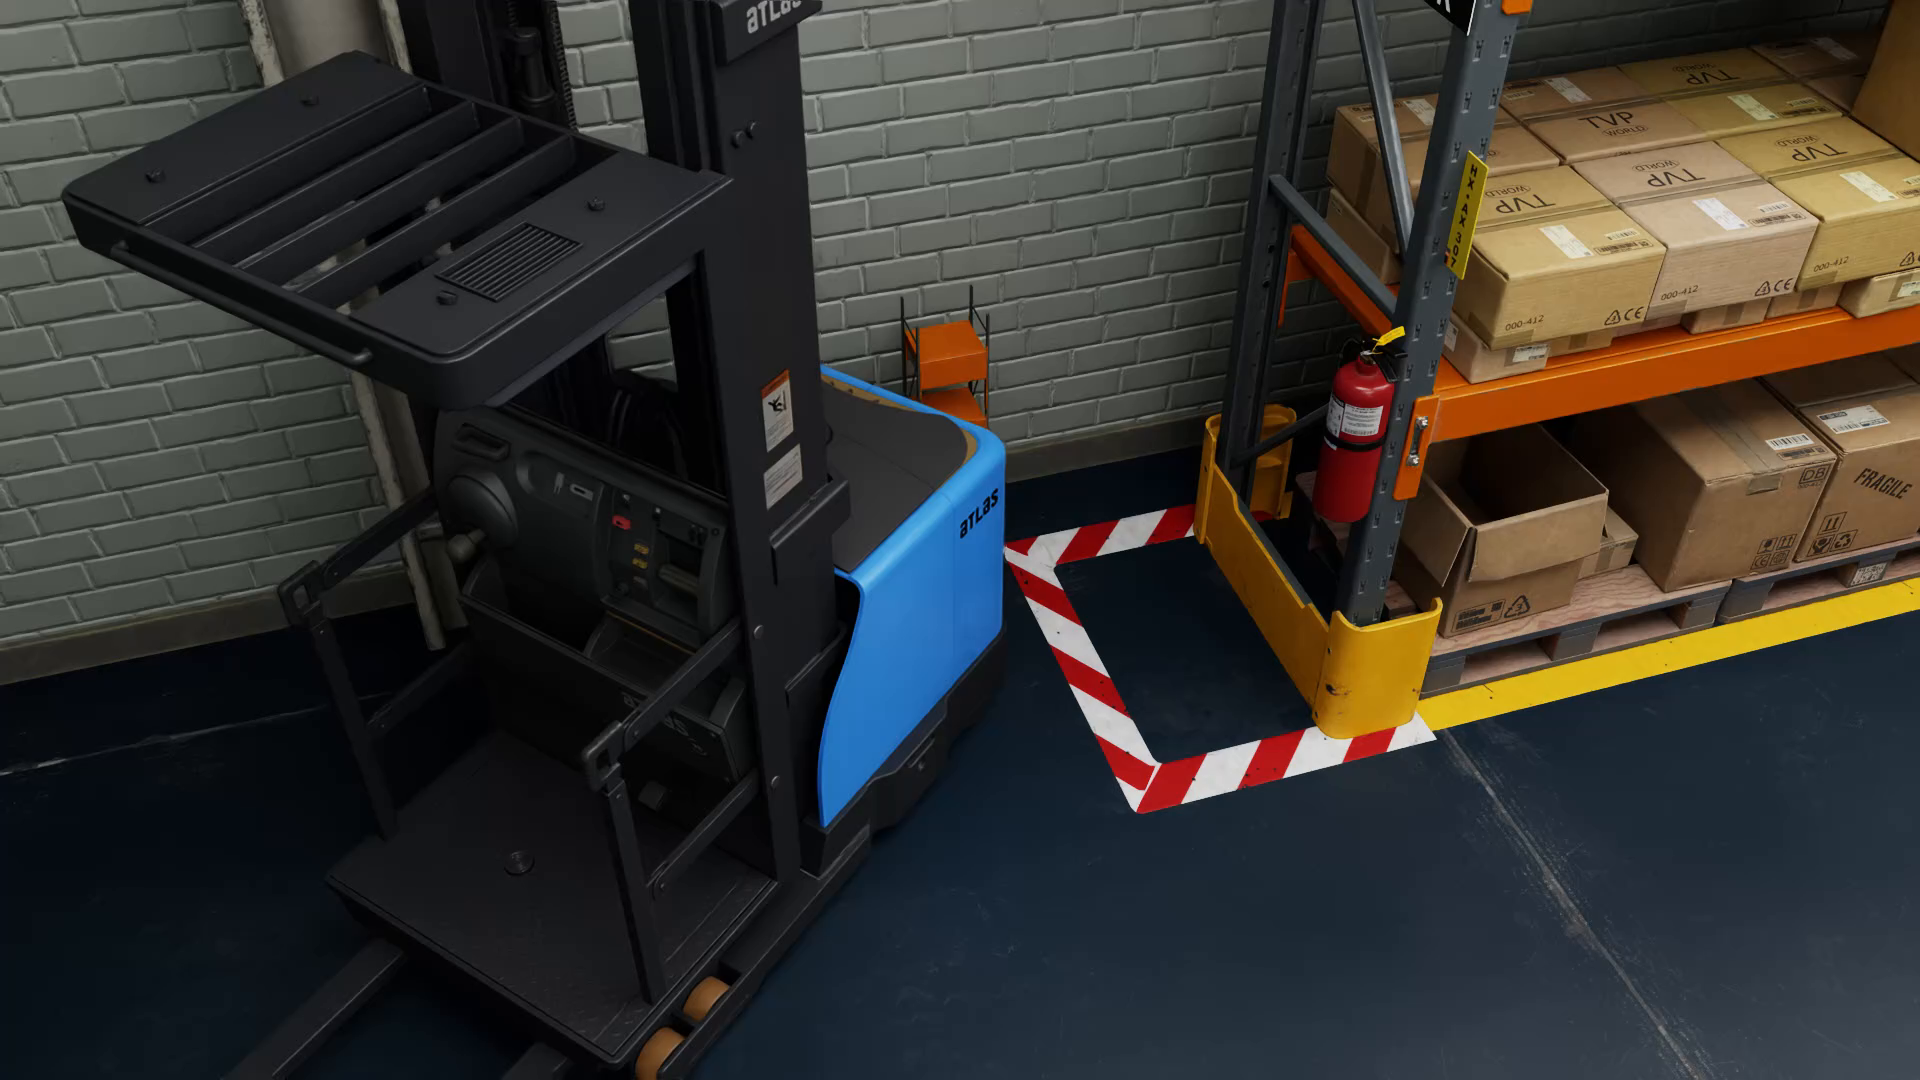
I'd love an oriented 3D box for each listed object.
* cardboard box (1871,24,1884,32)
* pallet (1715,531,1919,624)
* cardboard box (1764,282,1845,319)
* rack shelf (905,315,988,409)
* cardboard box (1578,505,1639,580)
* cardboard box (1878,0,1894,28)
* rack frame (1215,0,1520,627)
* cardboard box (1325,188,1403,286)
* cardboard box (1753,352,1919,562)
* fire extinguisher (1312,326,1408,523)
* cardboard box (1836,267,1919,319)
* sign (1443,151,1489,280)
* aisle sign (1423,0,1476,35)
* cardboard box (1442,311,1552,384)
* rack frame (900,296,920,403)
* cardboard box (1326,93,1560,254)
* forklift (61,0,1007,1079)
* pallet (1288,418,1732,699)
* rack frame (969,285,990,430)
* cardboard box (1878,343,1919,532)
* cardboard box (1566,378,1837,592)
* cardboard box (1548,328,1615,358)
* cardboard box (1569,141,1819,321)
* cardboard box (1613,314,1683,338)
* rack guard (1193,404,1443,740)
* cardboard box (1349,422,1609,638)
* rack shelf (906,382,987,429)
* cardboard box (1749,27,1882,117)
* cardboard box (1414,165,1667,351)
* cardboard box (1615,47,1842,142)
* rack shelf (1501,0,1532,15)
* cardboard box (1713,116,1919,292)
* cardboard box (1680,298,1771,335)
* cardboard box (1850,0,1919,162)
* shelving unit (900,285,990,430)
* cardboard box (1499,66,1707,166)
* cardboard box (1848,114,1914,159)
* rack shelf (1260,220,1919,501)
[{"bbox_3d":[3.424,-1.558,5.642,0.500,0.250,0.500,-11,42,-12],"label":"cardboard box"},{"bbox_3d":[3.125,-0.206,6.326,1.213,0.211,1.003,-12,42,-13],"label":"pallet"},{"bbox_3d":[2.507,-0.864,5.150,0.250,0.149,0.380,-11,42,-12],"label":"cardboard box"},{"bbox_3d":[-0.051,-0.590,5.713,0.240,0.259,0.215,-12,42,-13],"label":"rack shelf"},{"bbox_3d":[2.160,-0.050,5.875,0.250,0.149,0.380,-13,43,-15],"label":"cardboard box"},{"bbox_3d":[3.446,-1.846,5.401,0.500,0.500,0.500,-13,43,-14],"label":"cardboard box"},{"bbox_3d":[1.131,-0.845,4.937,0.127,3.000,1.000,-12,42,-13],"label":"rack frame"},{"bbox_3d":[1.367,-0.984,5.288,0.250,0.149,0.380,-12,43,-14],"label":"cardboard box"},{"bbox_3d":[3.104,-0.309,5.905,0.500,0.500,0.500,-11,42,-12],"label":"cardboard box"},{"bbox_3d":[1.130,-0.356,4.720,0.183,0.674,0.296,-12,42,-13],"label":"fire extinguisher"},{"bbox_3d":[2.771,-0.866,5.153,0.250,0.149,0.380,-13,43,-14],"label":"cardboard box"},{"bbox_3d":[1.294,-0.830,4.263,0.005,0.325,0.100,-12,42,-13],"label":"sign"},{"bbox_3d":[1.154,-1.626,3.855,0.004,0.787,0.394,-12,42,-13],"label":"aisle sign"},{"bbox_3d":[1.527,-0.643,4.897,0.250,0.149,0.380,-12,43,-13],"label":"cardboard box"},{"bbox_3d":[-0.167,-0.361,5.865,0.008,1.050,0.200,-12,42,-13],"label":"rack frame"},{"bbox_3d":[1.490,-1.158,5.183,0.500,0.250,0.500,-11,42,-12],"label":"cardboard box"},{"bbox_3d":[-1.068,0.035,3.982,1.130,2.935,3.031,23,46,24],"label":"forklift"},{"bbox_3d":[1.964,0.032,6.053,1.213,0.211,1.003,-12,42,-13],"label":"pallet"},{"bbox_3d":[0.065,-0.409,5.920,0.008,1.050,0.200,-12,42,-13],"label":"rack frame"},{"bbox_3d":[3.560,-0.473,6.092,0.500,0.500,0.700,-13,43,-15],"label":"cardboard box"},{"bbox_3d":[2.570,-0.268,5.857,0.500,0.500,0.700,-10,42,-11],"label":"cardboard box"},{"bbox_3d":[1.756,-0.722,4.988,0.250,0.149,0.380,-11,42,-12],"label":"cardboard box"},{"bbox_3d":[2.126,-0.921,4.912,0.500,0.250,0.500,-11,42,-13],"label":"cardboard box"},{"bbox_3d":[1.996,-0.796,5.072,0.250,0.149,0.380,-12,43,-14],"label":"cardboard box"},{"bbox_3d":[1.204,0.082,5.777,0.348,0.500,1.175,-12,42,-13],"label":"rack guard"},{"bbox_3d":[1.743,-0.124,5.691,0.637,0.503,0.797,-13,43,-15],"label":"cardboard box"},{"bbox_3d":[-0.051,-0.377,5.899,0.240,0.259,0.215,-12,42,-13],"label":"rack shelf"},{"bbox_3d":[2.955,-1.457,5.526,0.500,0.250,0.500,-12,43,-13],"label":"cardboard box"},{"bbox_3d":[1.645,-0.821,4.798,0.500,0.250,0.500,-11,42,-13],"label":"cardboard box"},{"bbox_3d":[2.456,-1.354,5.408,0.500,0.250,0.500,-10,42,-12],"label":"cardboard box"},{"bbox_3d":[3.039,-2.099,4.639,4.000,0.370,1.077,-12,42,-13],"label":"rack shelf"},{"bbox_3d":[2.608,-1.023,5.029,0.500,0.250,0.500,-12,43,-14],"label":"cardboard box"},{"bbox_3d":[2.256,-0.808,5.085,0.250,0.149,0.380,-10,42,-12],"label":"cardboard box"},{"bbox_3d":[3.075,-1.400,4.891,0.500,0.500,0.500,-11,42,-12],"label":"cardboard box"},{"bbox_3d":[-0.051,-0.385,5.892,0.252,1.050,0.215,-12,42,-13],"label":"shelving unit"},{"bbox_3d":[1.982,-1.259,5.299,0.500,0.250,0.500,-12,42,-13],"label":"cardboard box"},{"bbox_3d":[3.090,-1.137,5.160,0.500,0.250,0.500,-13,43,-14],"label":"cardboard box"},{"bbox_3d":[3.039,-0.969,5.626,4.000,0.370,1.077,-12,42,-13],"label":"rack shelf"}]
